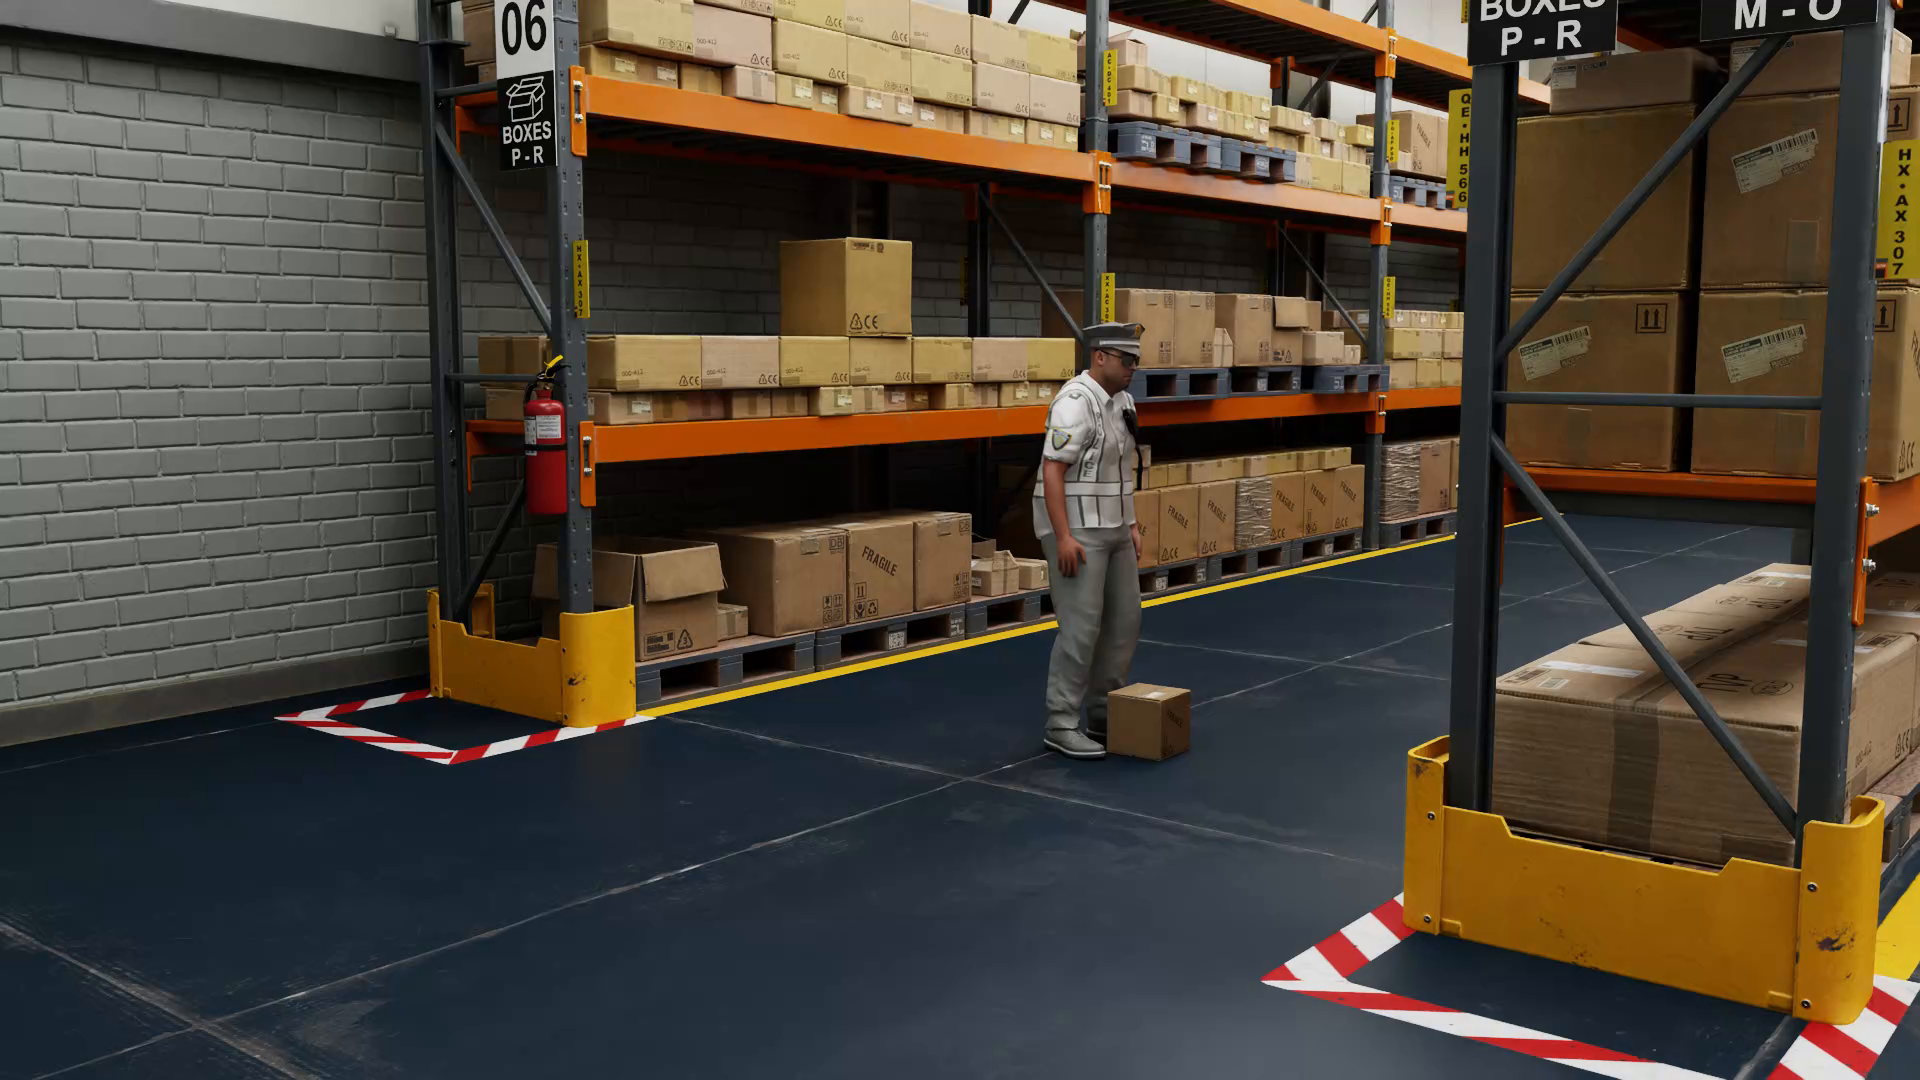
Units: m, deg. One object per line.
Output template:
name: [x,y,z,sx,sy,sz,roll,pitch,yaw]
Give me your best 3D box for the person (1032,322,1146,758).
person: [0.560,-0.020,6.867,0.475,1.747,0.584,5,8,37]
